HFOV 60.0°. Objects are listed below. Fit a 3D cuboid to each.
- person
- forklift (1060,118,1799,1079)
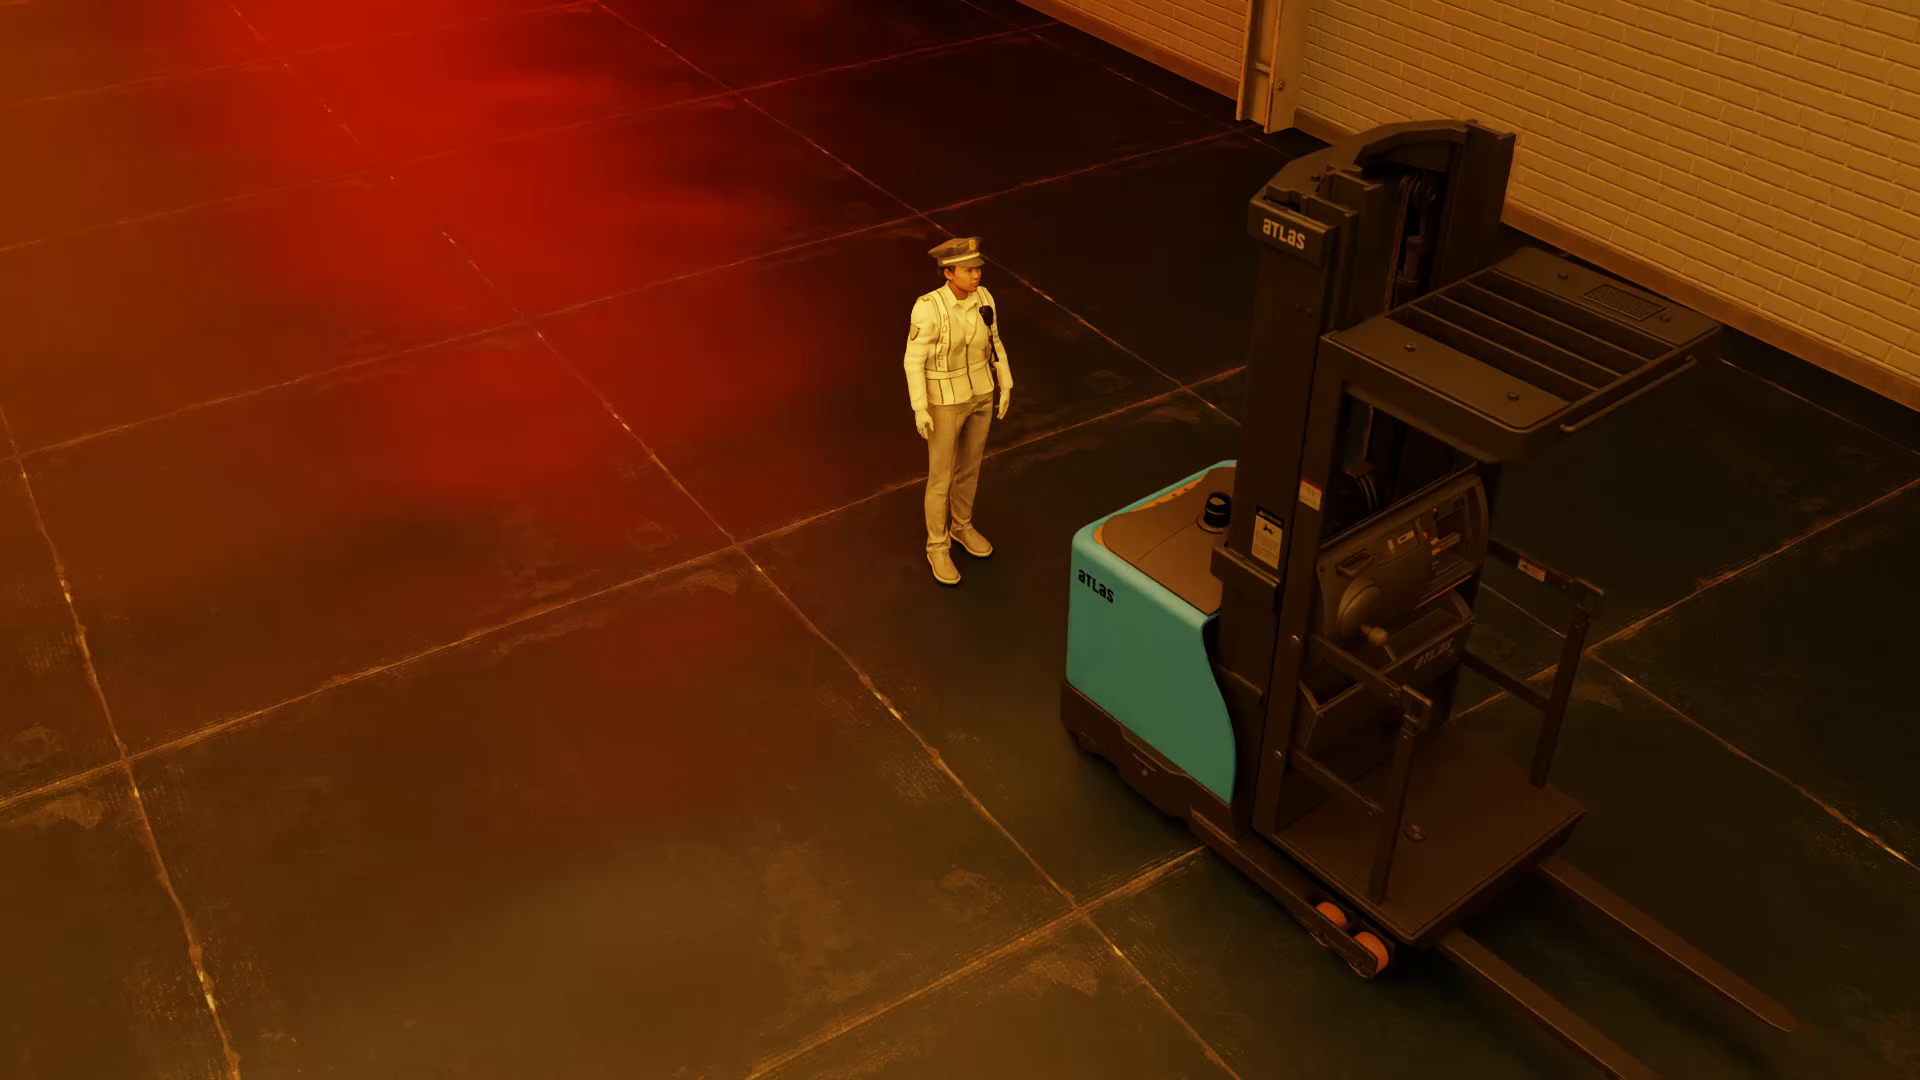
[{"bbox_3d":[0.031,-0.665,8.157,0.587,1.696,0.534,-21,40,-27],"label":"person"},{"bbox_3d":[1.760,0.135,5.955,1.130,2.935,3.031,-25,42,-31],"label":"forklift"}]
